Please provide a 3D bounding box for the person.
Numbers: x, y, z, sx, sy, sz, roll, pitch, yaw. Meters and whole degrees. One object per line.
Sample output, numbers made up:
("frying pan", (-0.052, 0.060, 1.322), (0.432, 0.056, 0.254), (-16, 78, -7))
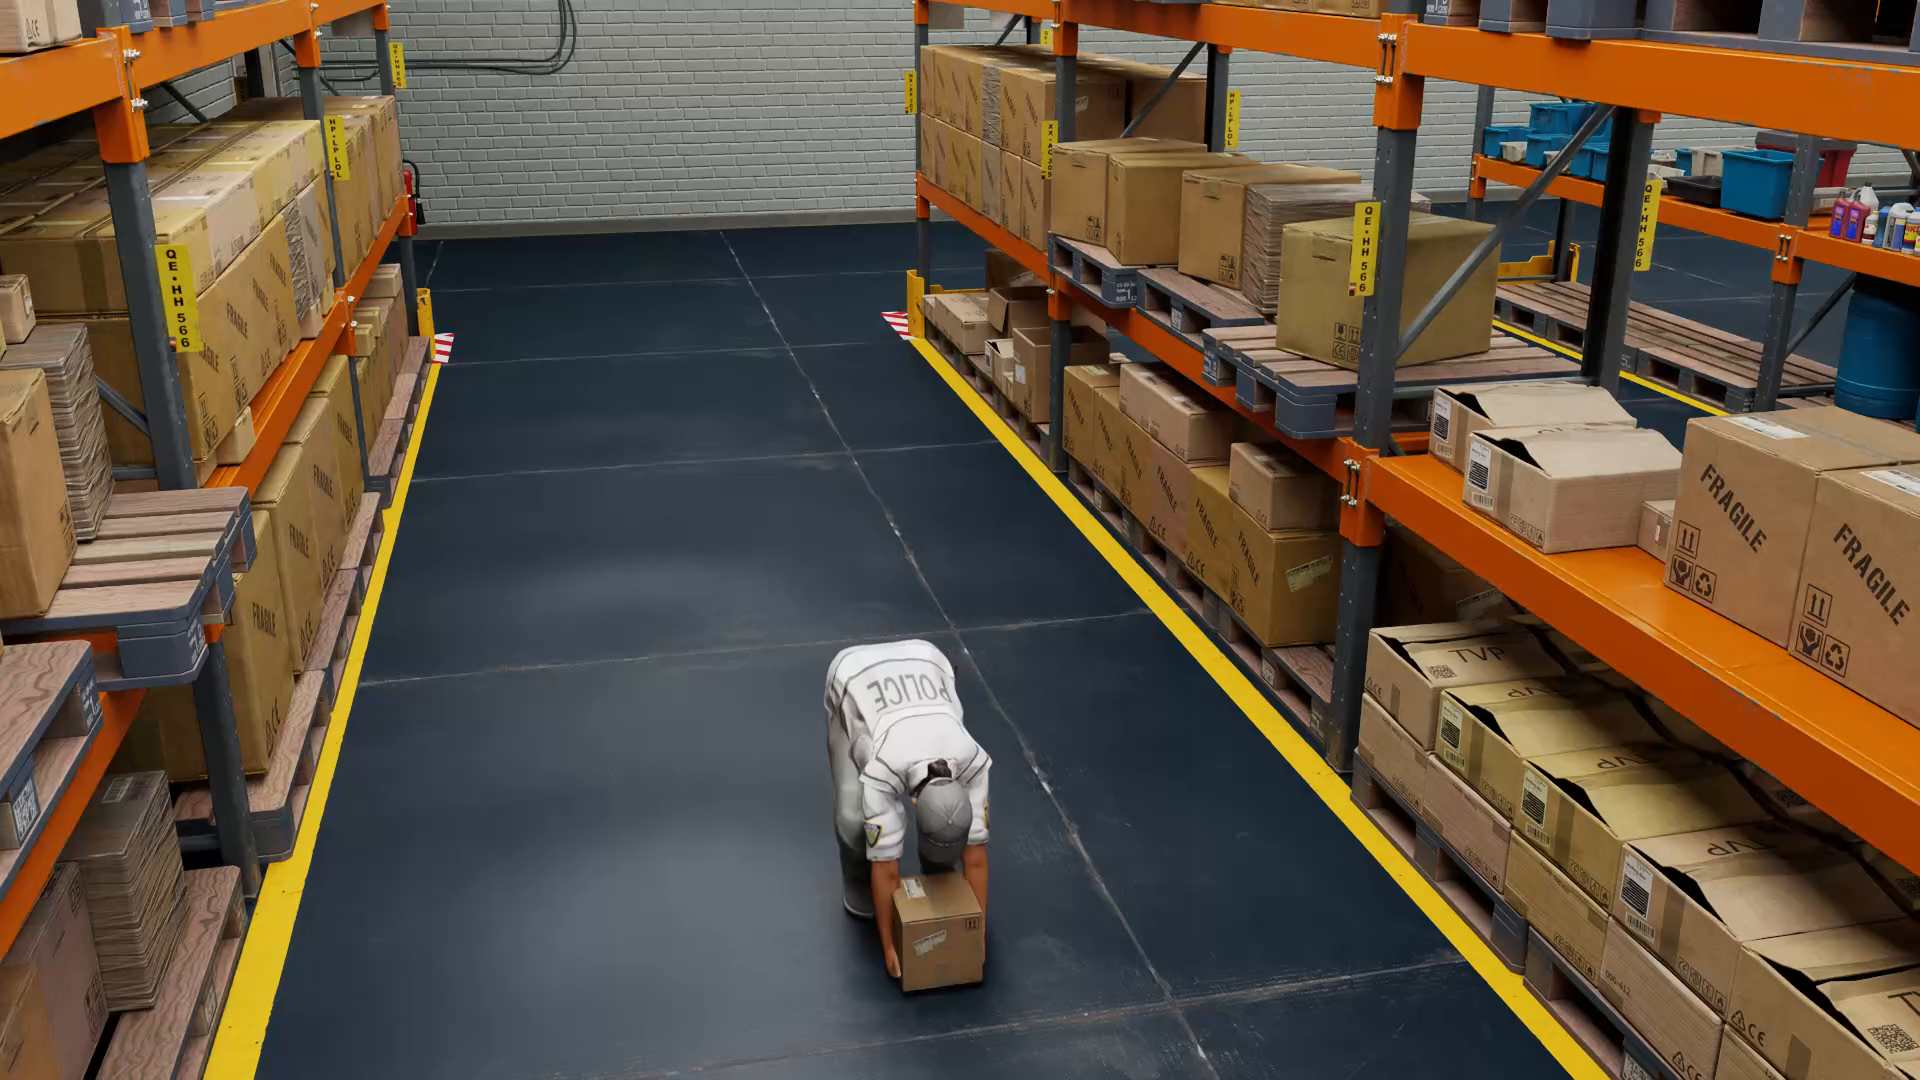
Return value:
("person", (-0.154, 0.839, 5.385), (0.520, 0.886, 0.936), (-6, 20, -15))
